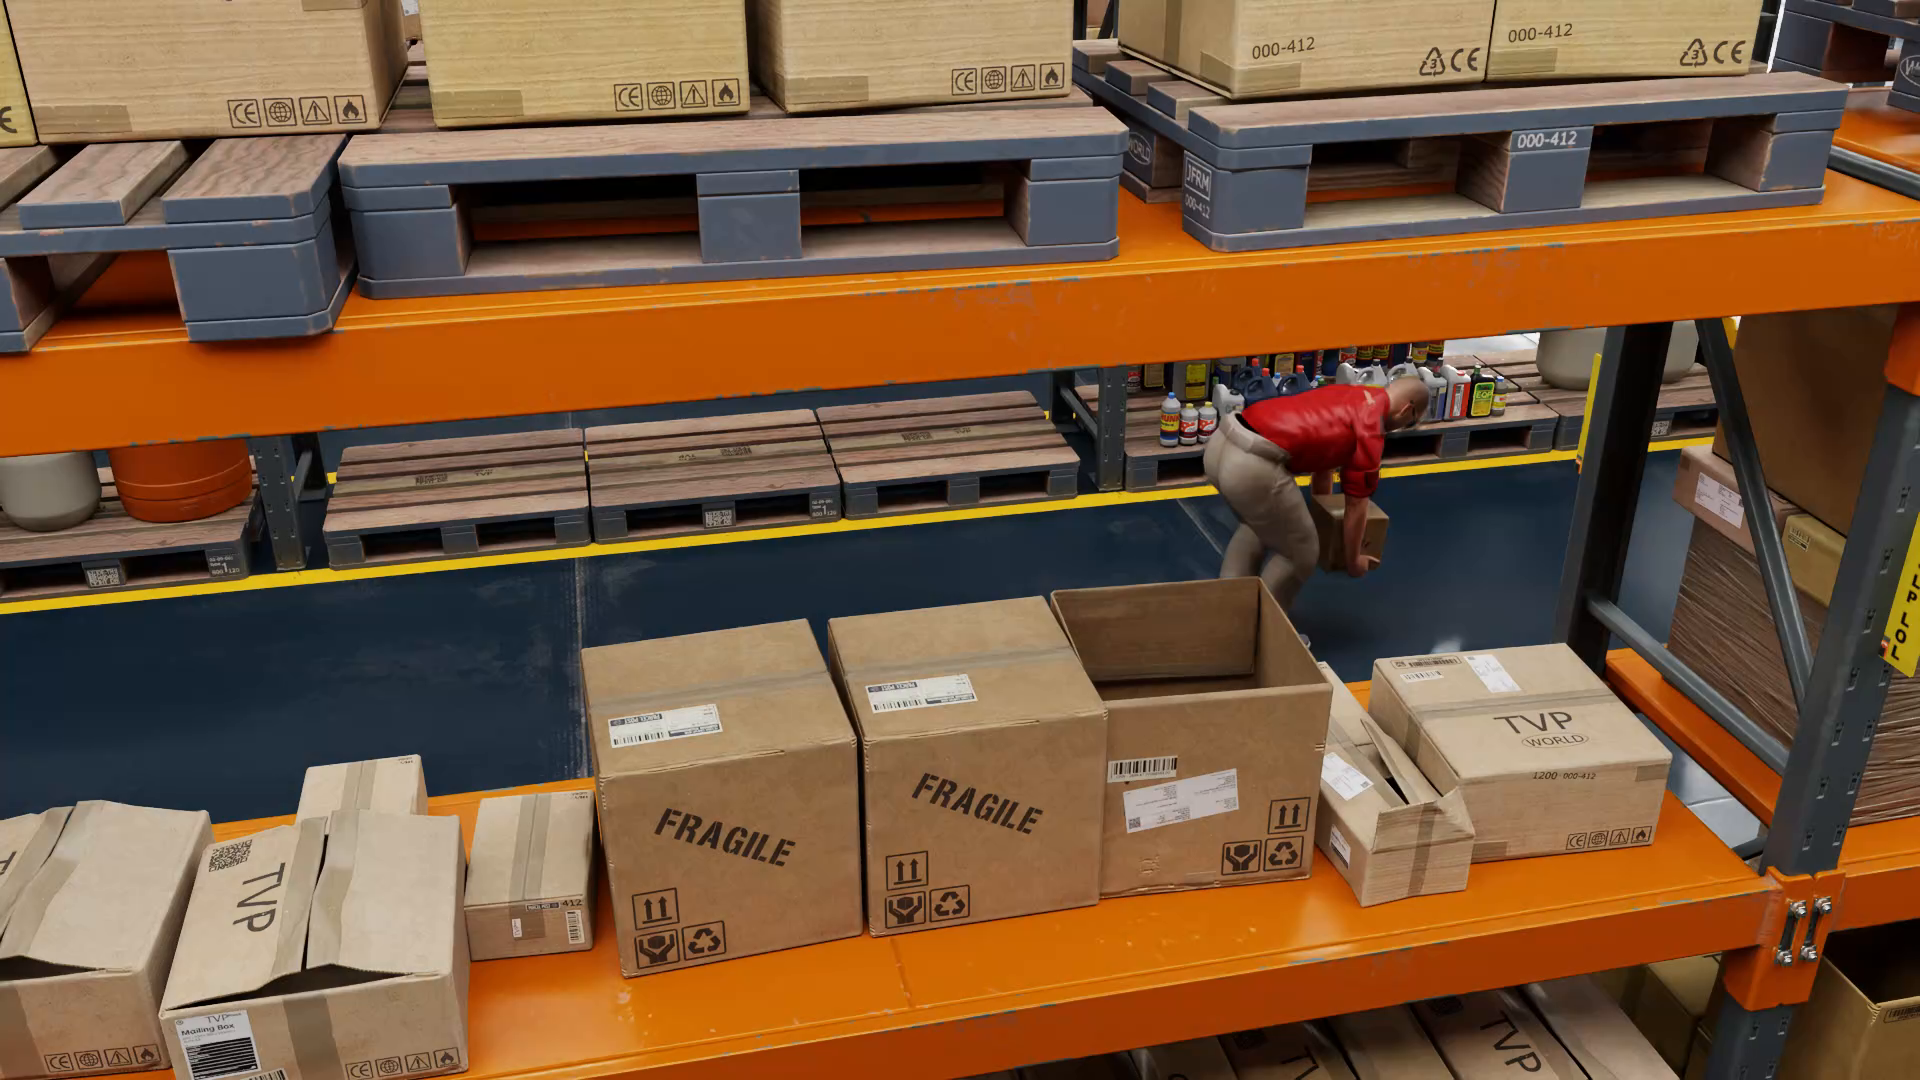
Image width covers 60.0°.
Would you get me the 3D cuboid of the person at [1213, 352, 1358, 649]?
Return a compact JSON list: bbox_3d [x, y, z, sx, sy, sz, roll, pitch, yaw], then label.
[{"bbox_3d":[1.323,-0.353,6.855,0.536,1.715,0.494,-5,27,-11],"label":"person"}]
